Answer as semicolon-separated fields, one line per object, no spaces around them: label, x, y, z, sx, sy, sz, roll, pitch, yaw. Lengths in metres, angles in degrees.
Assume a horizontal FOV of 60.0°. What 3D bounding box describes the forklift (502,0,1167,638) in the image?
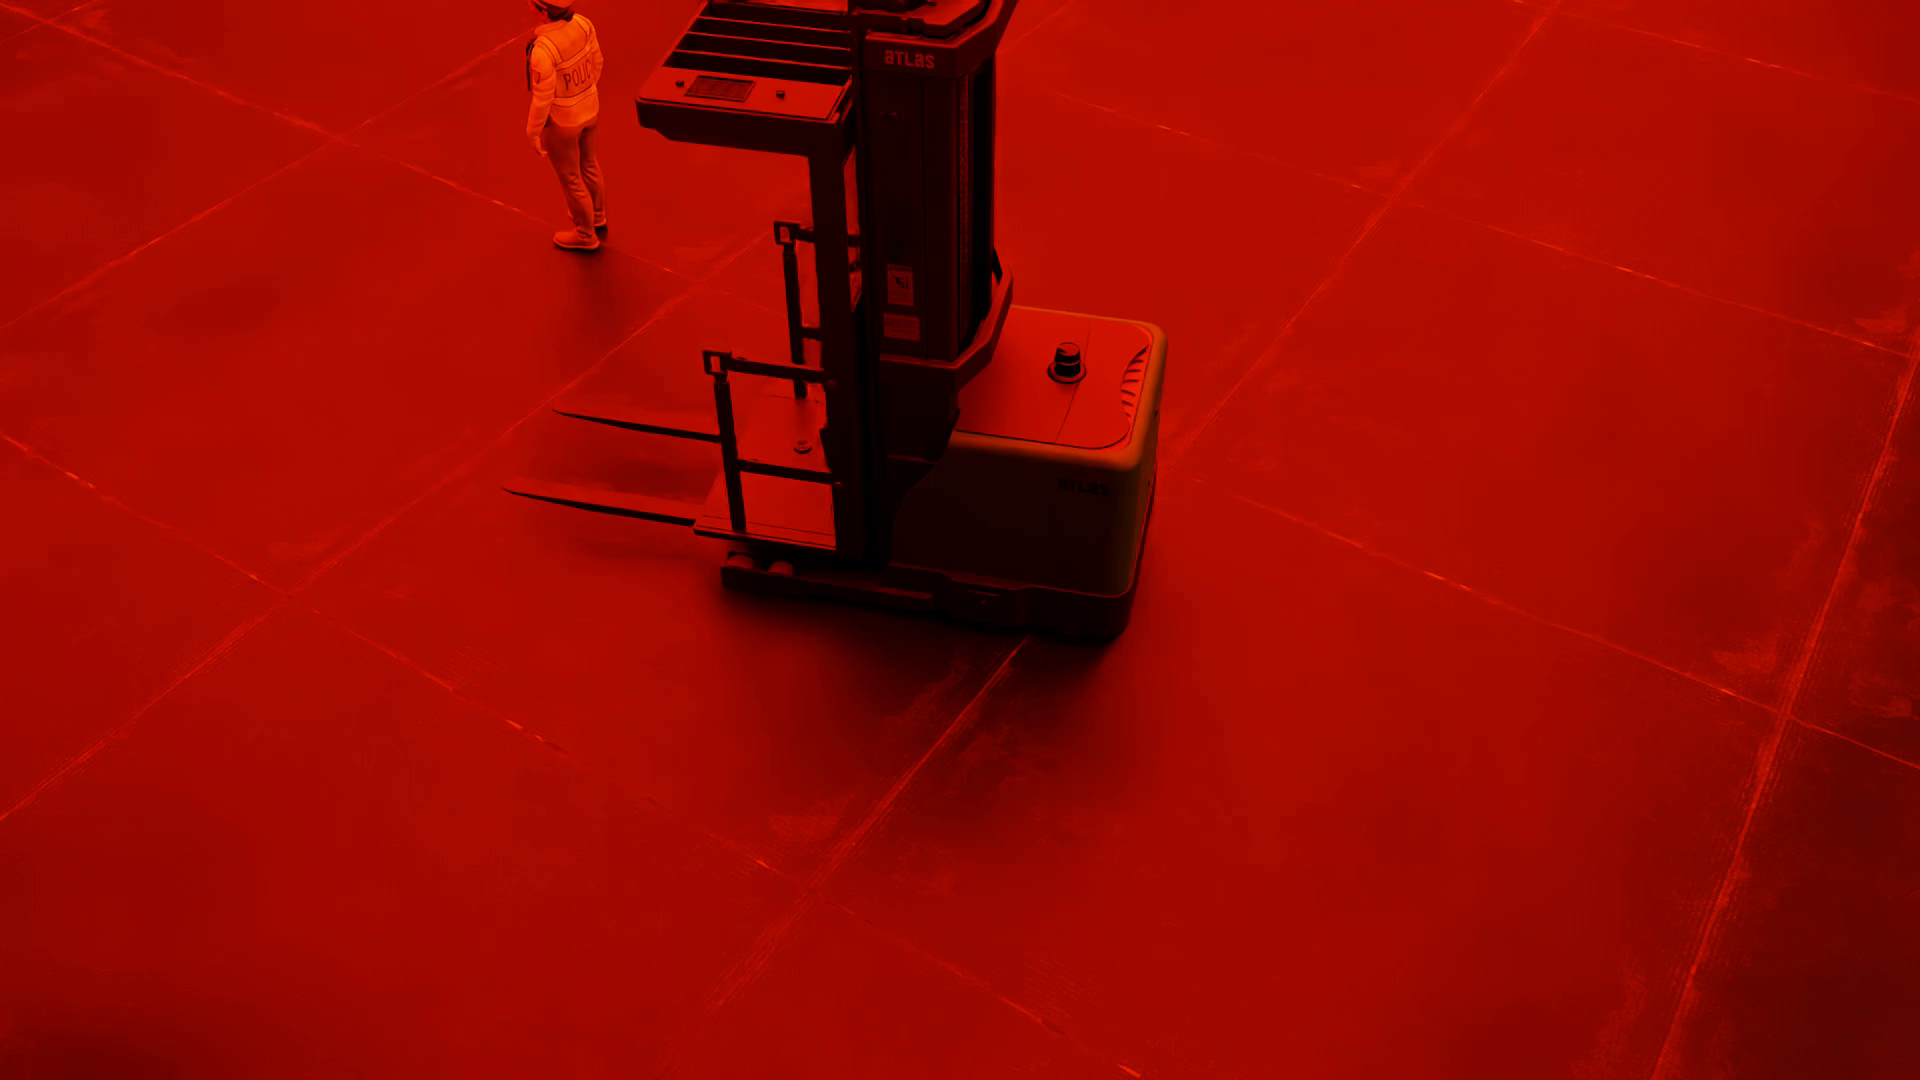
forklift;-0.632;-1.149;7.061;3.031;2.935;1.130;9;44;9

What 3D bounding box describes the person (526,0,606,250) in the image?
person;-2.233;-2.369;9.237;0.530;1.697;0.581;20;47;20
